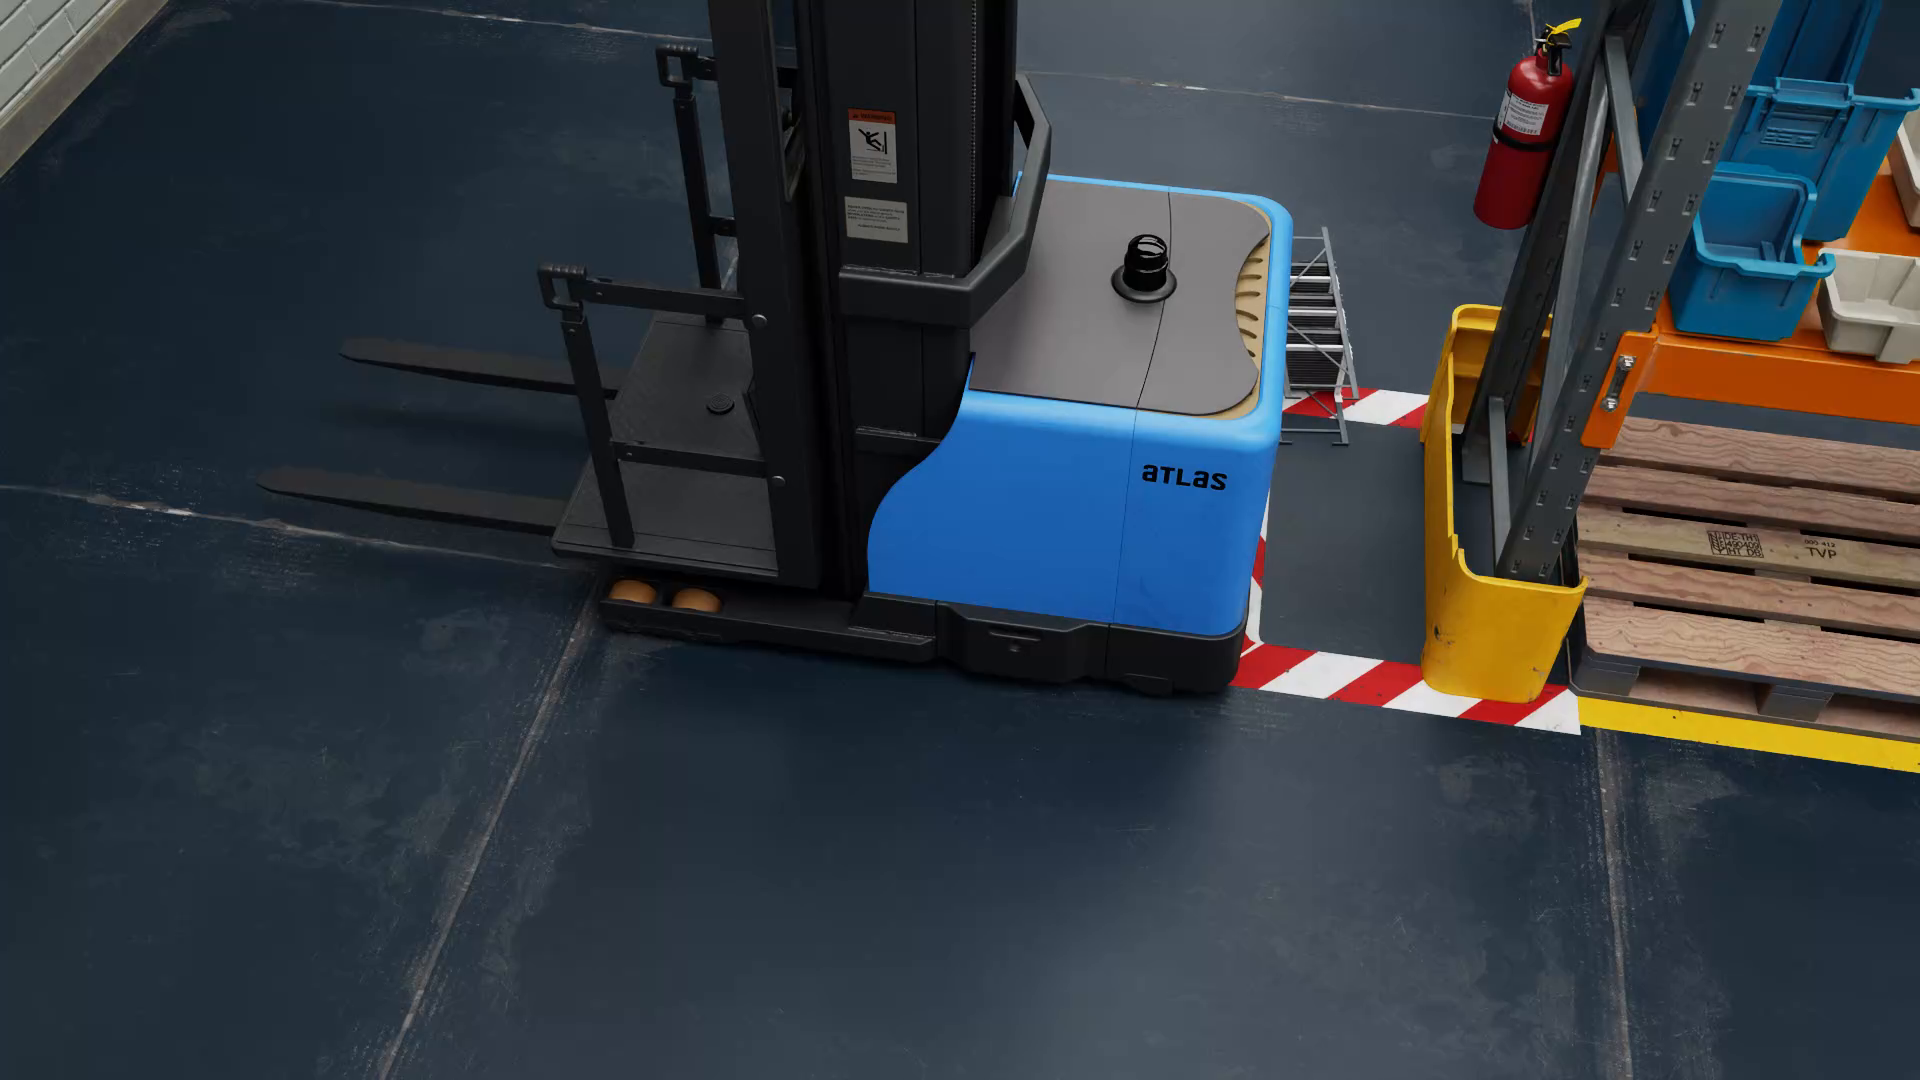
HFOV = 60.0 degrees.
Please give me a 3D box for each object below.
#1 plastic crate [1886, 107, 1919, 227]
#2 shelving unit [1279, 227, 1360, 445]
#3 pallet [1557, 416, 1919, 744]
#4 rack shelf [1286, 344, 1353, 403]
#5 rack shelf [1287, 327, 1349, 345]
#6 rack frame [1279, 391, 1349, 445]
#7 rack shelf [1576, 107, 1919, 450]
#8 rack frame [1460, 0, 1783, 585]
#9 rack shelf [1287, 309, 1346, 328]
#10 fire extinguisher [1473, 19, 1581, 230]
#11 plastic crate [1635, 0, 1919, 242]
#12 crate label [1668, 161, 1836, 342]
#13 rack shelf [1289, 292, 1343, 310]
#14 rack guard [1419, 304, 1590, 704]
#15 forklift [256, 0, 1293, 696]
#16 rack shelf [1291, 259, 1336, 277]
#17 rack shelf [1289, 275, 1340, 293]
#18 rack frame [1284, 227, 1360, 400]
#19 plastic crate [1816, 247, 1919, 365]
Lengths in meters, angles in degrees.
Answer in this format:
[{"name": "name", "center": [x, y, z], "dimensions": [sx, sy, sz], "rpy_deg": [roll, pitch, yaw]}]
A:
[{"name": "plastic crate", "center": [2.482, -0.932, 4.208], "dimensions": [0.243, 0.136, 0.396], "rpy_deg": [8, 49, 7]}, {"name": "shelving unit", "center": [1.186, -0.723, 5.755], "dimensions": [0.258, 0.210, 0.900], "rpy_deg": [1, 48, 1]}, {"name": "pallet", "center": [2.452, 0.094, 5.024], "dimensions": [1.213, 0.211, 1.003], "rpy_deg": [8, 49, 7]}, {"name": "rack shelf", "center": [1.179, -0.565, 5.613], "dimensions": [0.258, 0.200, 0.077], "rpy_deg": [1, 48, 1]}, {"name": "rack shelf", "center": [1.182, -0.632, 5.673], "dimensions": [0.258, 0.200, 0.077], "rpy_deg": [1, 48, 1]}, {"name": "rack frame", "center": [1.186, -0.655, 5.831], "dimensions": [0.240, 0.006, 0.900], "rpy_deg": [1, 48, 1]}, {"name": "rack shelf", "center": [3.615, -0.471, 4.140], "dimensions": [4.000, 0.370, 1.077], "rpy_deg": [8, 49, 7]}, {"name": "rack frame", "center": [1.647, -0.976, 4.110], "dimensions": [0.127, 3.000, 1.000], "rpy_deg": [8, 49, 7]}, {"name": "rack shelf", "center": [1.185, -0.699, 5.733], "dimensions": [0.258, 0.200, 0.077], "rpy_deg": [1, 48, 1]}, {"name": "fire extinguisher", "center": [1.579, -1.178, 4.594], "dimensions": [0.183, 0.674, 0.296], "rpy_deg": [8, 49, 7]}, {"name": "plastic crate", "center": [2.010, -1.100, 4.158], "dimensions": [0.499, 0.435, 0.616], "rpy_deg": [8, 49, 7]}, {"name": "crate label", "center": [1.831, -0.666, 3.904], "dimensions": [0.303, 0.233, 0.416], "rpy_deg": [8, 49, 7]}, {"name": "rack shelf", "center": [1.187, -0.765, 5.793], "dimensions": [0.258, 0.200, 0.077], "rpy_deg": [1, 48, 1]}, {"name": "rack guard", "center": [1.621, -0.134, 5.034], "dimensions": [0.348, 0.500, 1.175], "rpy_deg": [8, 49, 7]}, {"name": "forklift", "center": [-0.617, -1.059, 4.231], "dimensions": [3.031, 2.935, 1.130], "rpy_deg": [7, 48, 6]}, {"name": "rack shelf", "center": [1.193, -0.899, 5.913], "dimensions": [0.258, 0.200, 0.077], "rpy_deg": [1, 48, 1]}, {"name": "rack shelf", "center": [1.190, -0.832, 5.853], "dimensions": [0.258, 0.200, 0.077], "rpy_deg": [1, 48, 1]}, {"name": "rack frame", "center": [1.186, -0.791, 5.680], "dimensions": [0.240, 0.006, 0.900], "rpy_deg": [1, 48, 1]}, {"name": "plastic crate", "center": [2.132, -0.531, 3.847], "dimensions": [0.298, 0.136, 0.250], "rpy_deg": [8, 49, 7]}]
